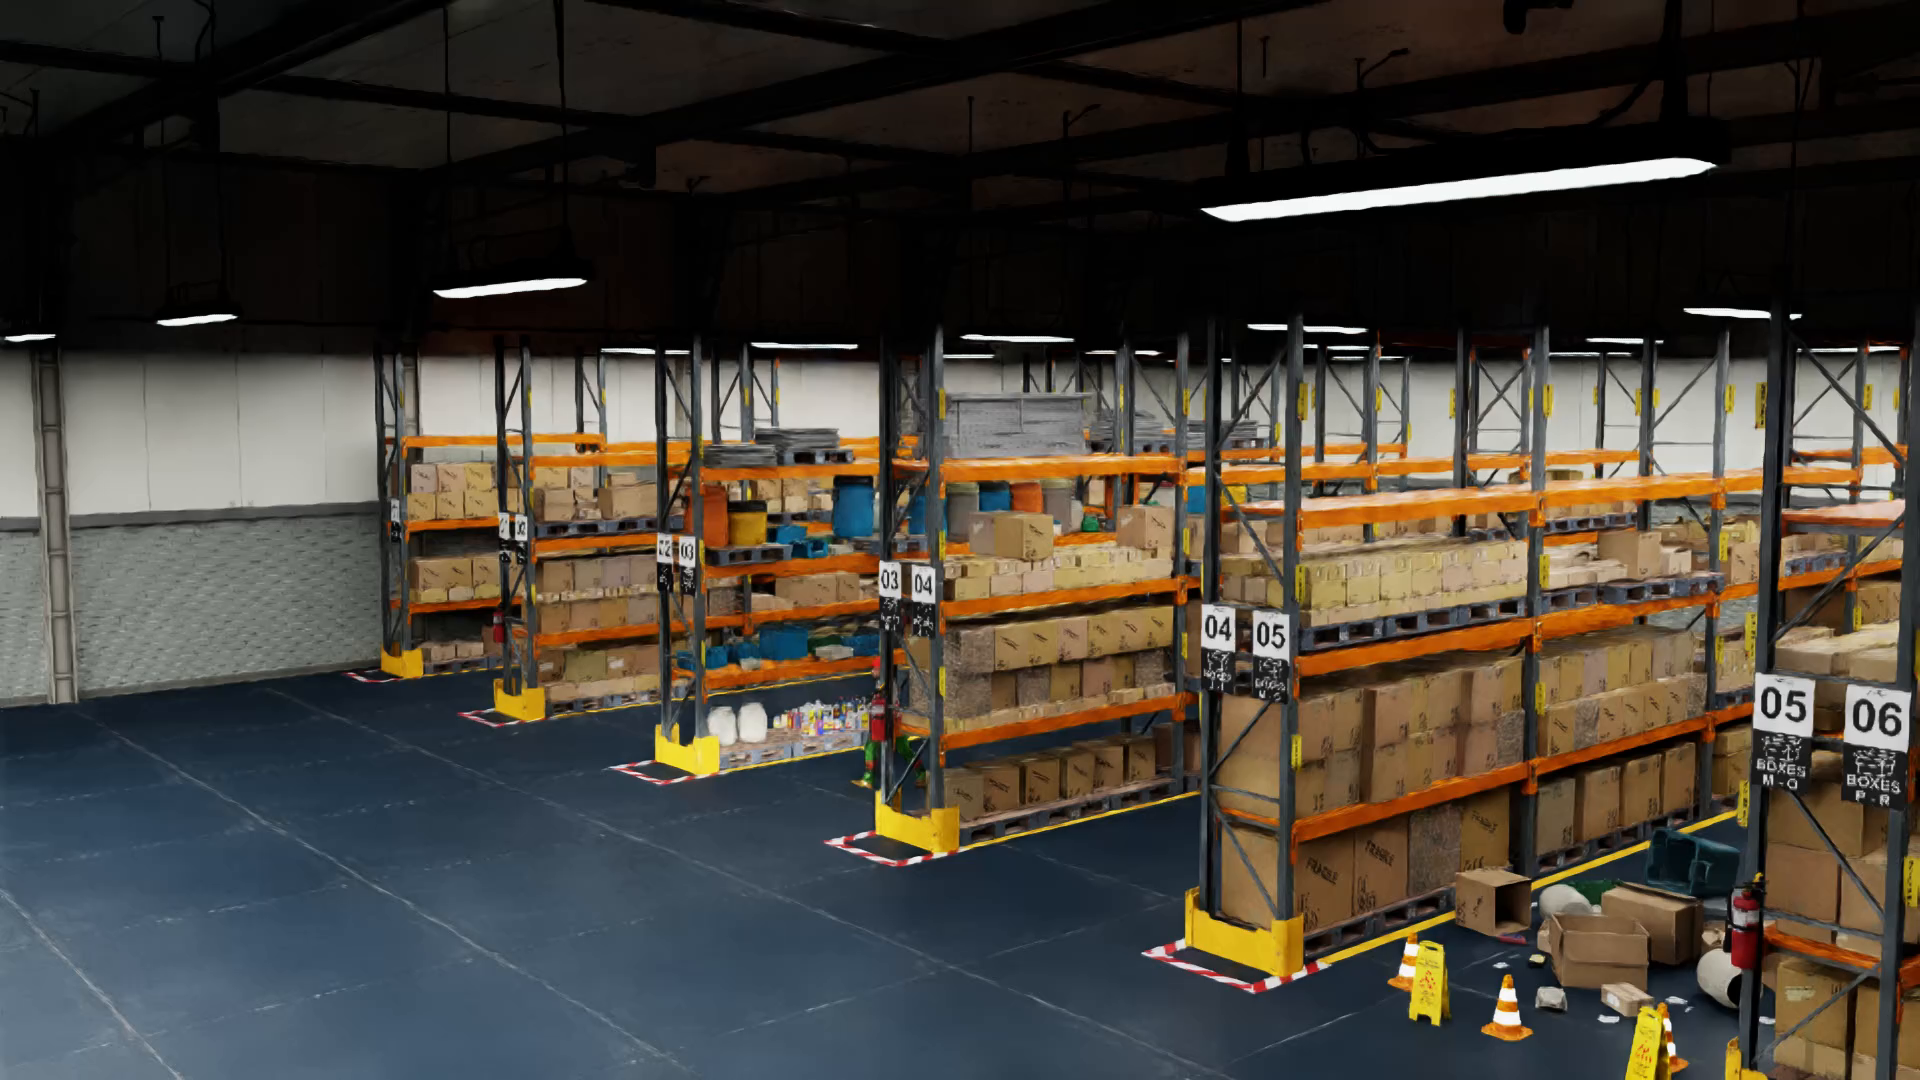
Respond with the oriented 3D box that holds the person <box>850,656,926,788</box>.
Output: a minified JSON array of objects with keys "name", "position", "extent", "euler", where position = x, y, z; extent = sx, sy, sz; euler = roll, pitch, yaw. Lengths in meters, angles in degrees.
[{"name":"person","position":[-0.900,2.356,21.471],"extent":[0.987,1.734,0.596],"euler":[-2,6,-20]}]

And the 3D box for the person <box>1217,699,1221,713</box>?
[{"name":"person","position":[3.913,2.048,25.042],"extent":[0.611,1.657,0.567],"euler":[-1,5,-16]}]
